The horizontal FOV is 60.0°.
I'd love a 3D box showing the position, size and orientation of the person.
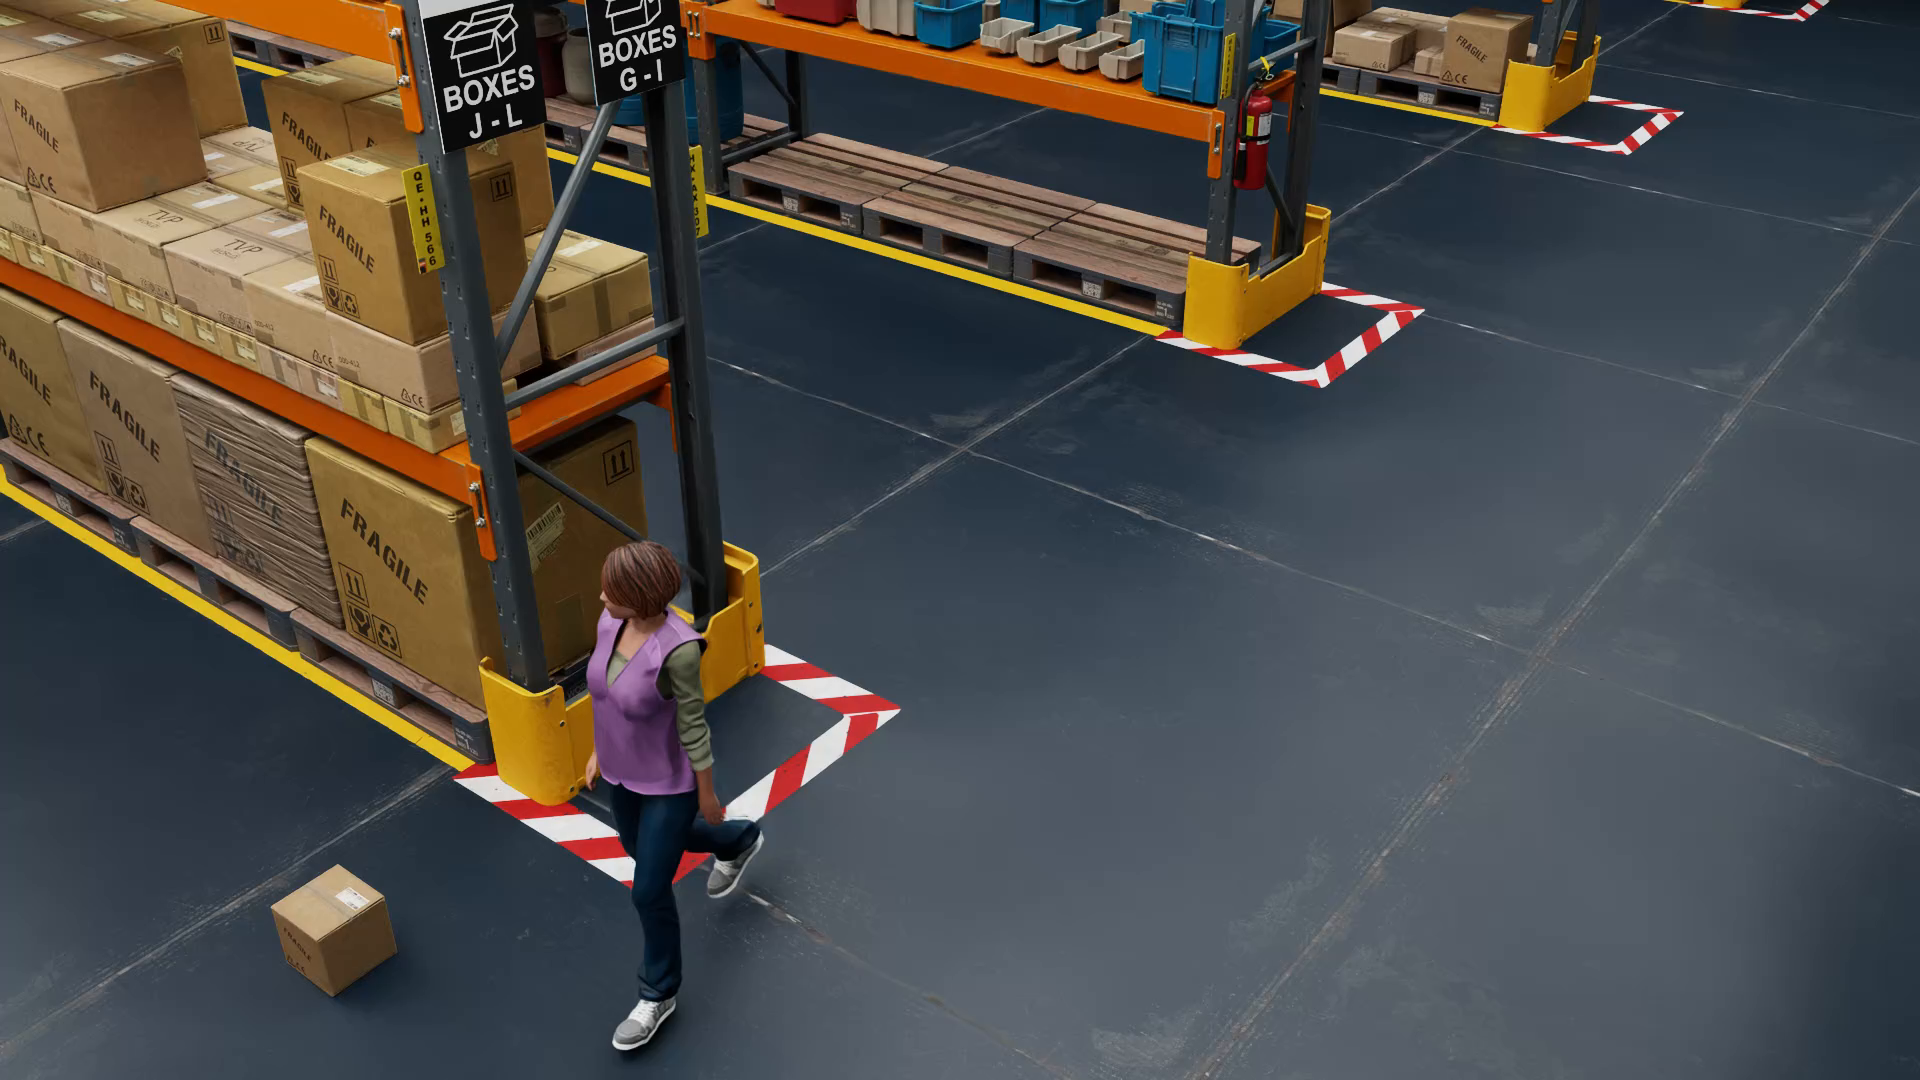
[{"bbox_3d":[-0.908,0.678,5.014,0.445,1.556,0.833,23,38,33],"label":"person"}]
